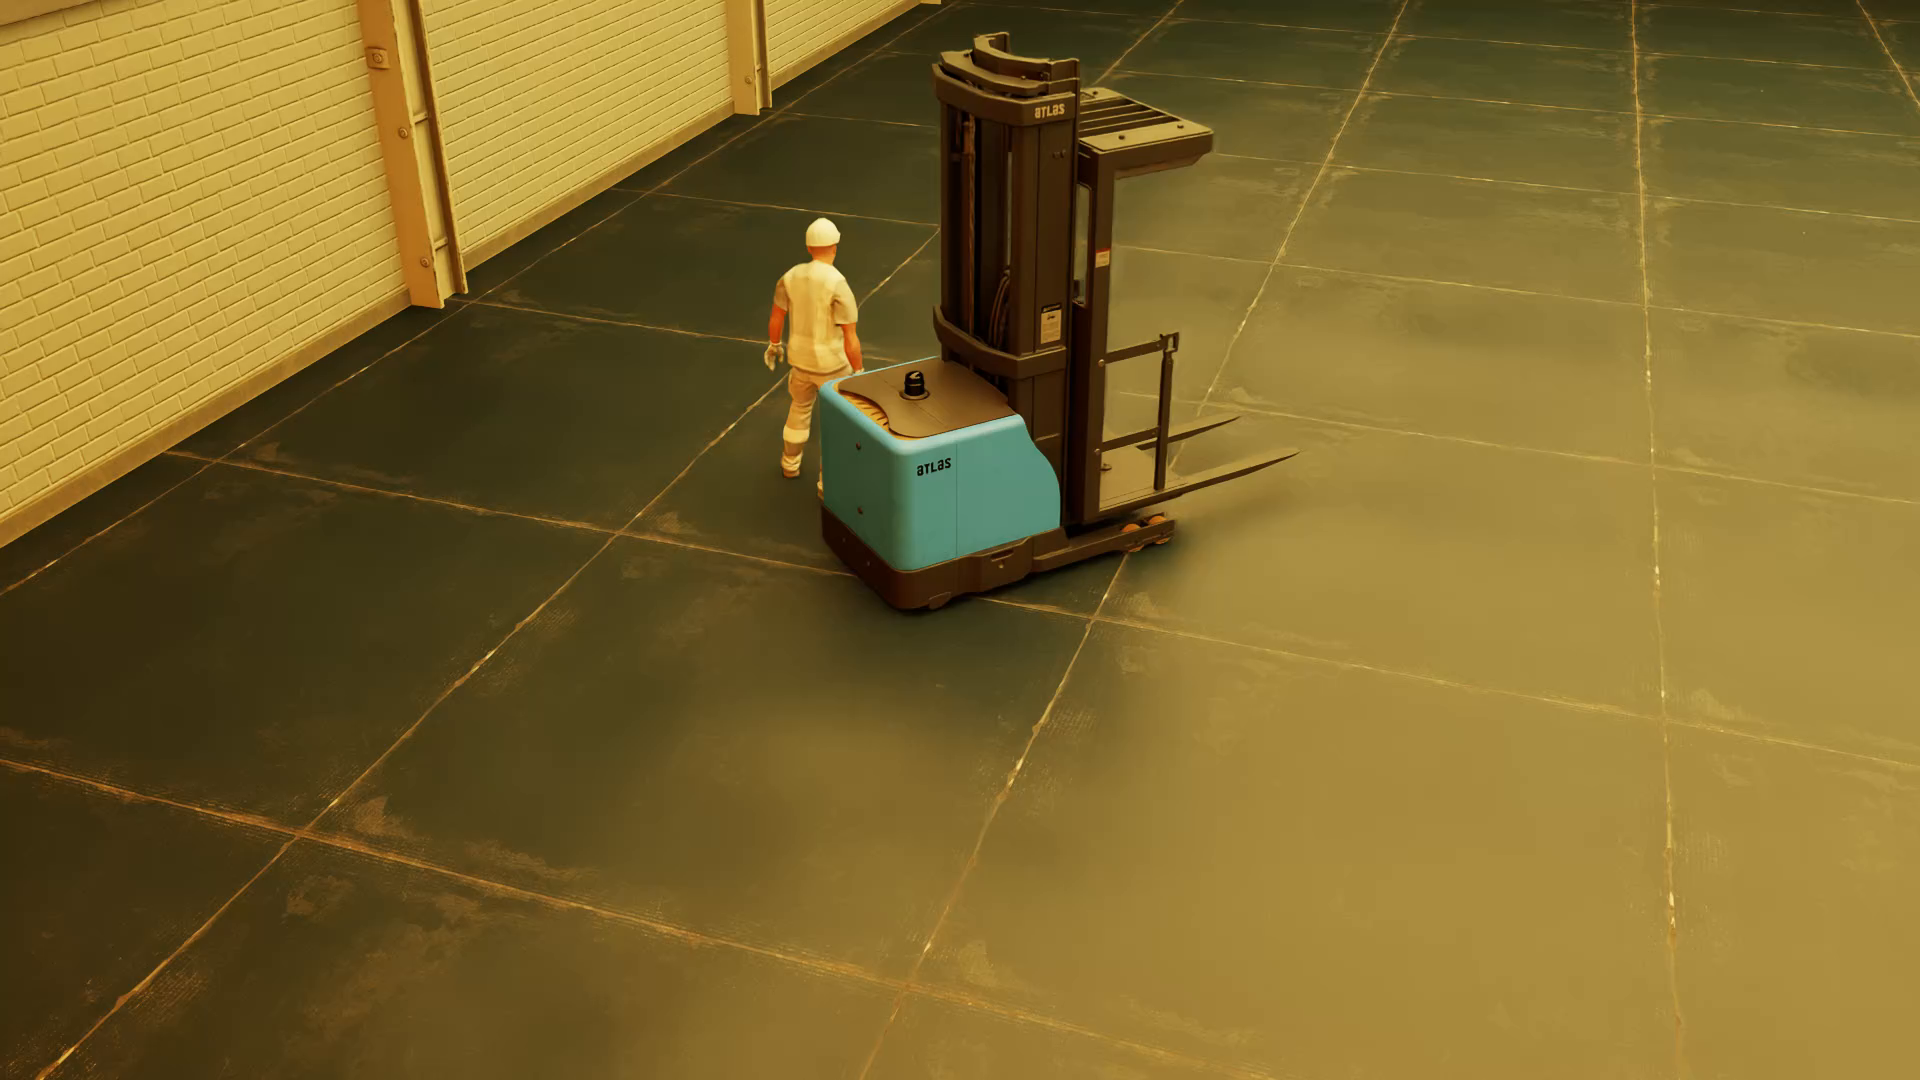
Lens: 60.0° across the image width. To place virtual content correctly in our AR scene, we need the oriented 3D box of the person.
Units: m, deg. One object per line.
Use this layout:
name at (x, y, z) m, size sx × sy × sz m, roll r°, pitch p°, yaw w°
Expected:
person at (-0.858, -1.126, 10.307) m, size 0.854 × 1.750 × 0.433 m, roll 18°, pitch 34°, yaw 29°

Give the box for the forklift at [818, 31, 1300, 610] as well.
forklift at (0.706, -1.409, 9.609) m, size 3.031 × 2.935 × 1.130 m, roll -16°, pitch 34°, yaw -26°
